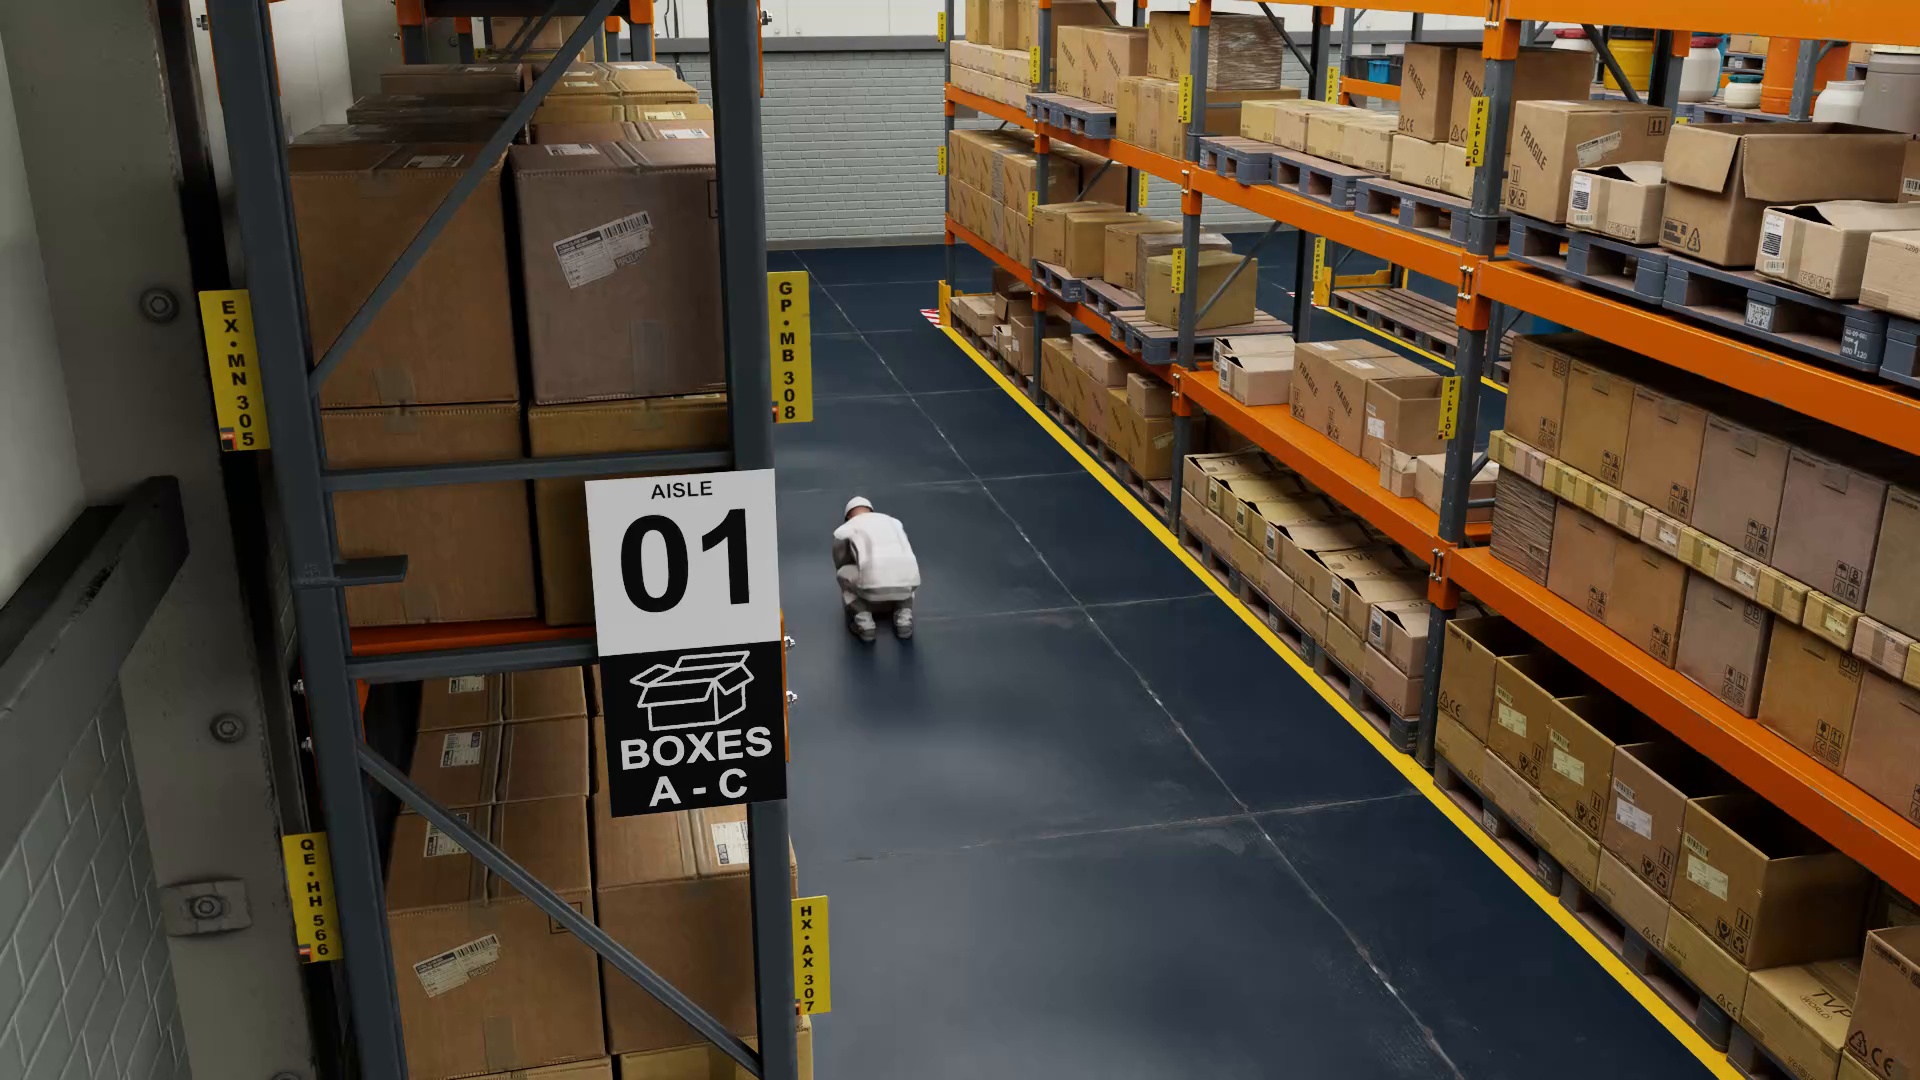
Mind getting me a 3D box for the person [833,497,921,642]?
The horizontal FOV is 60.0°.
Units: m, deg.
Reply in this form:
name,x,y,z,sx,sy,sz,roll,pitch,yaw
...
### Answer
name,x,y,z,sx,sy,sz,roll,pitch,yaw
person,-0.554,0.236,11.022,0.538,0.873,0.926,-5,20,-13
